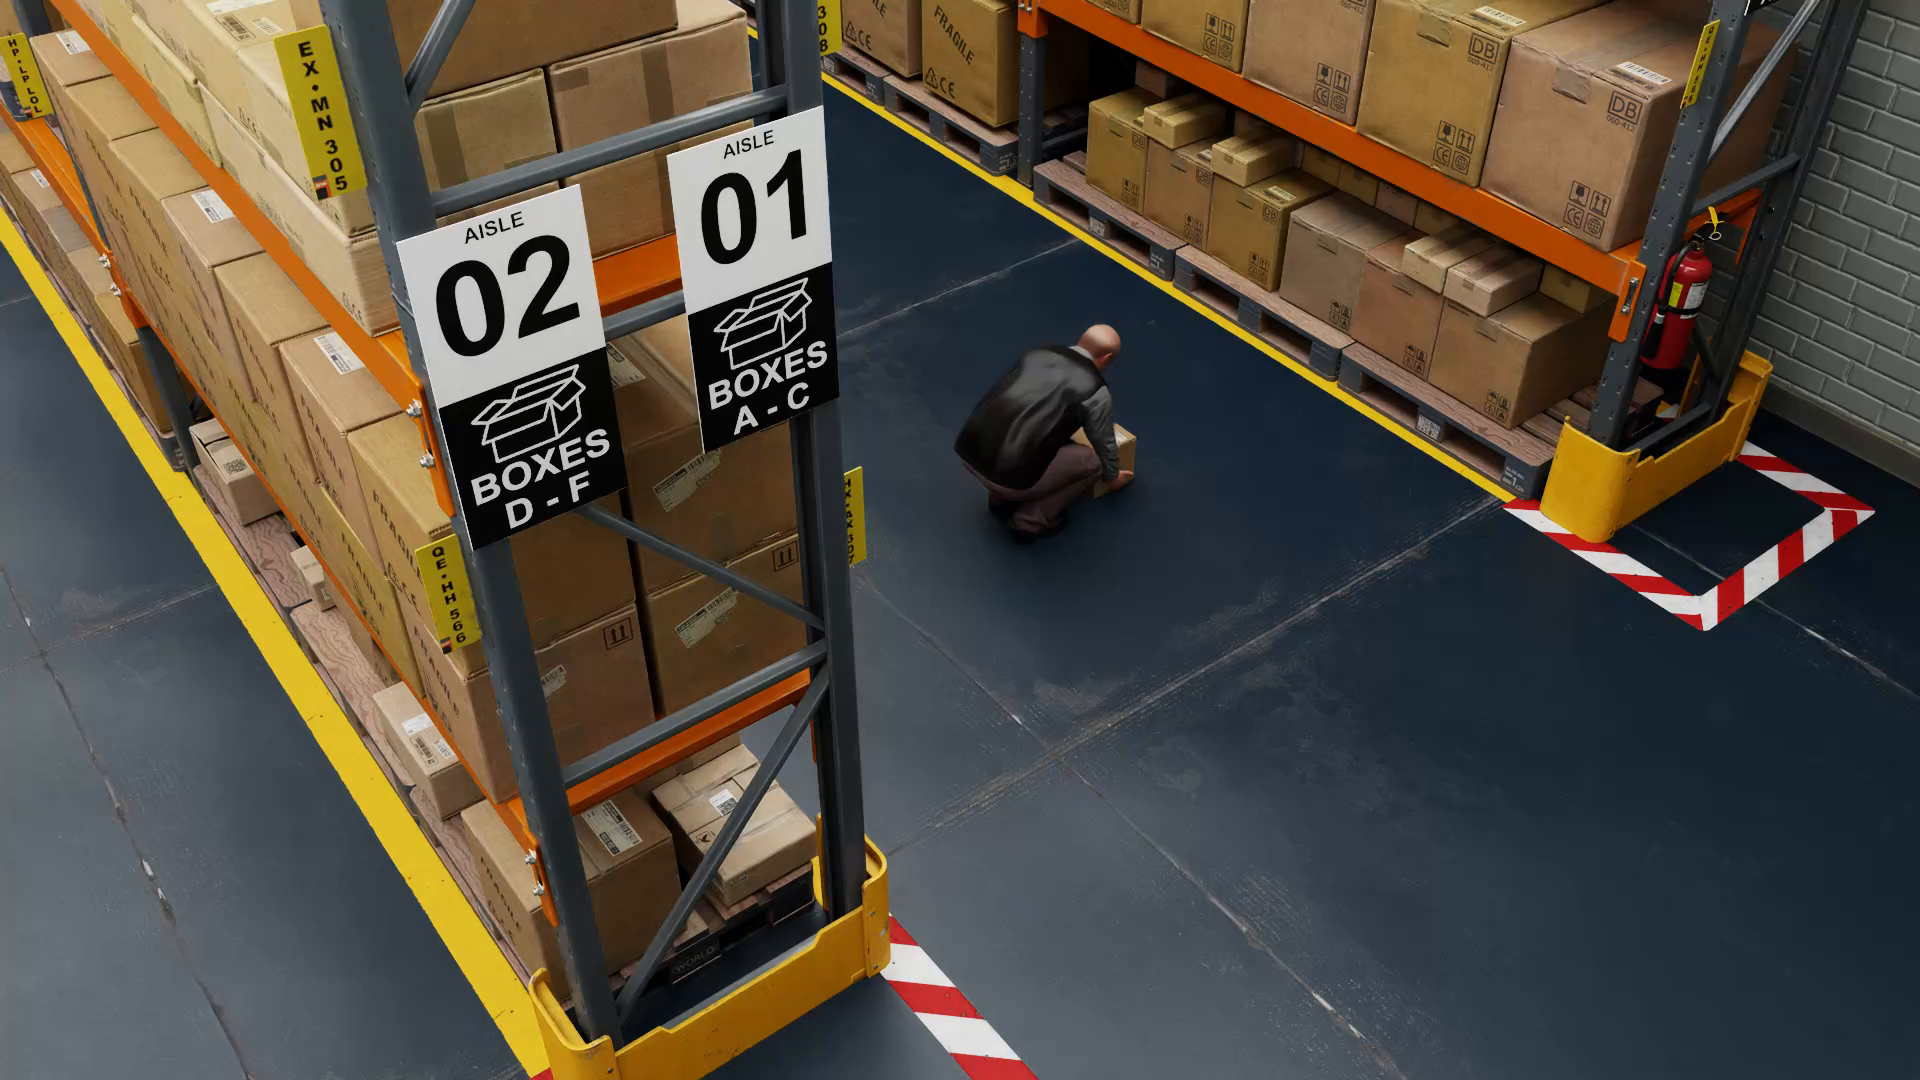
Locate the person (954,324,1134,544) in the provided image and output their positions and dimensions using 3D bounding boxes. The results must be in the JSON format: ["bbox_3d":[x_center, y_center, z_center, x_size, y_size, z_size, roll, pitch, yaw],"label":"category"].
[{"bbox_3d":[0.390,-0.461,7.480,0.886,0.830,0.526,-26,47,-28],"label":"person"}]
